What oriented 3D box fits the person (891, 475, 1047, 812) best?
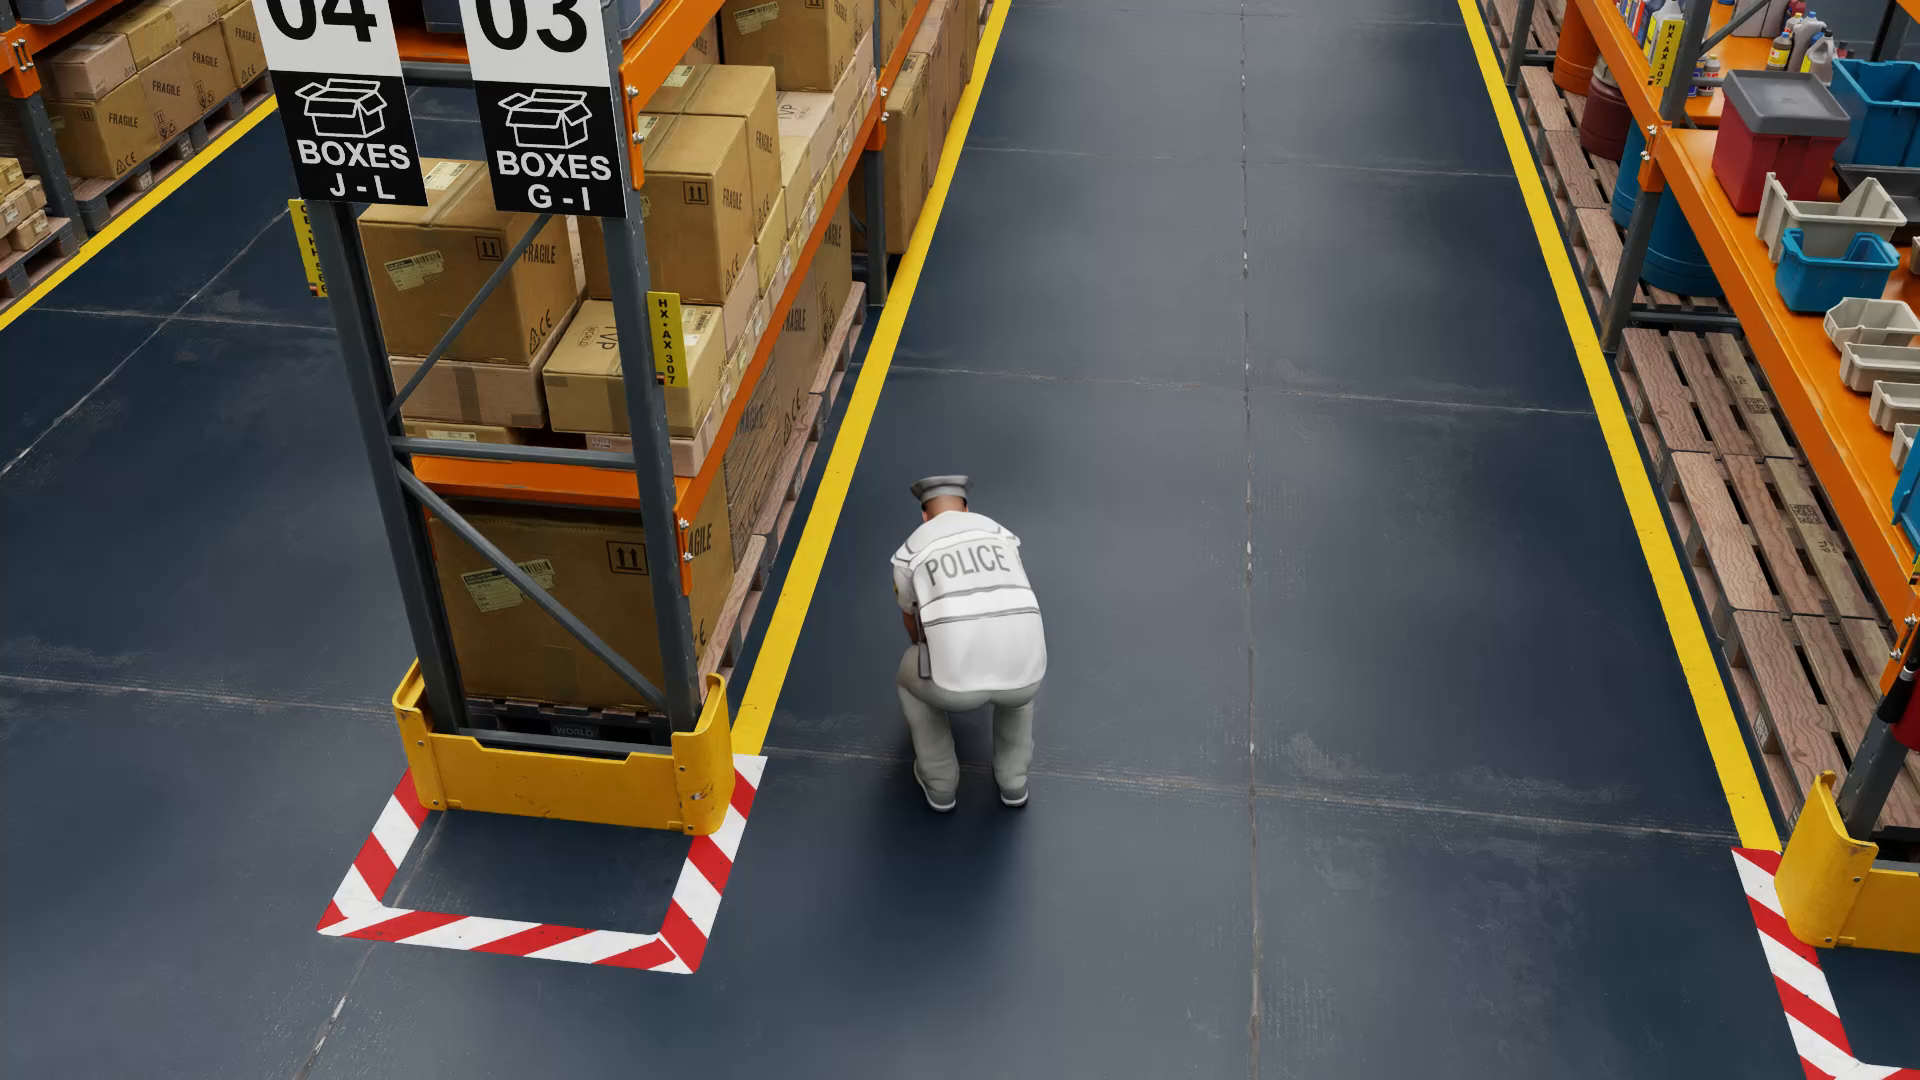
[{"bbox_3d":[0.019,0.394,6.198,0.540,1.051,1.032,-6,36,-8],"label":"person"}]
